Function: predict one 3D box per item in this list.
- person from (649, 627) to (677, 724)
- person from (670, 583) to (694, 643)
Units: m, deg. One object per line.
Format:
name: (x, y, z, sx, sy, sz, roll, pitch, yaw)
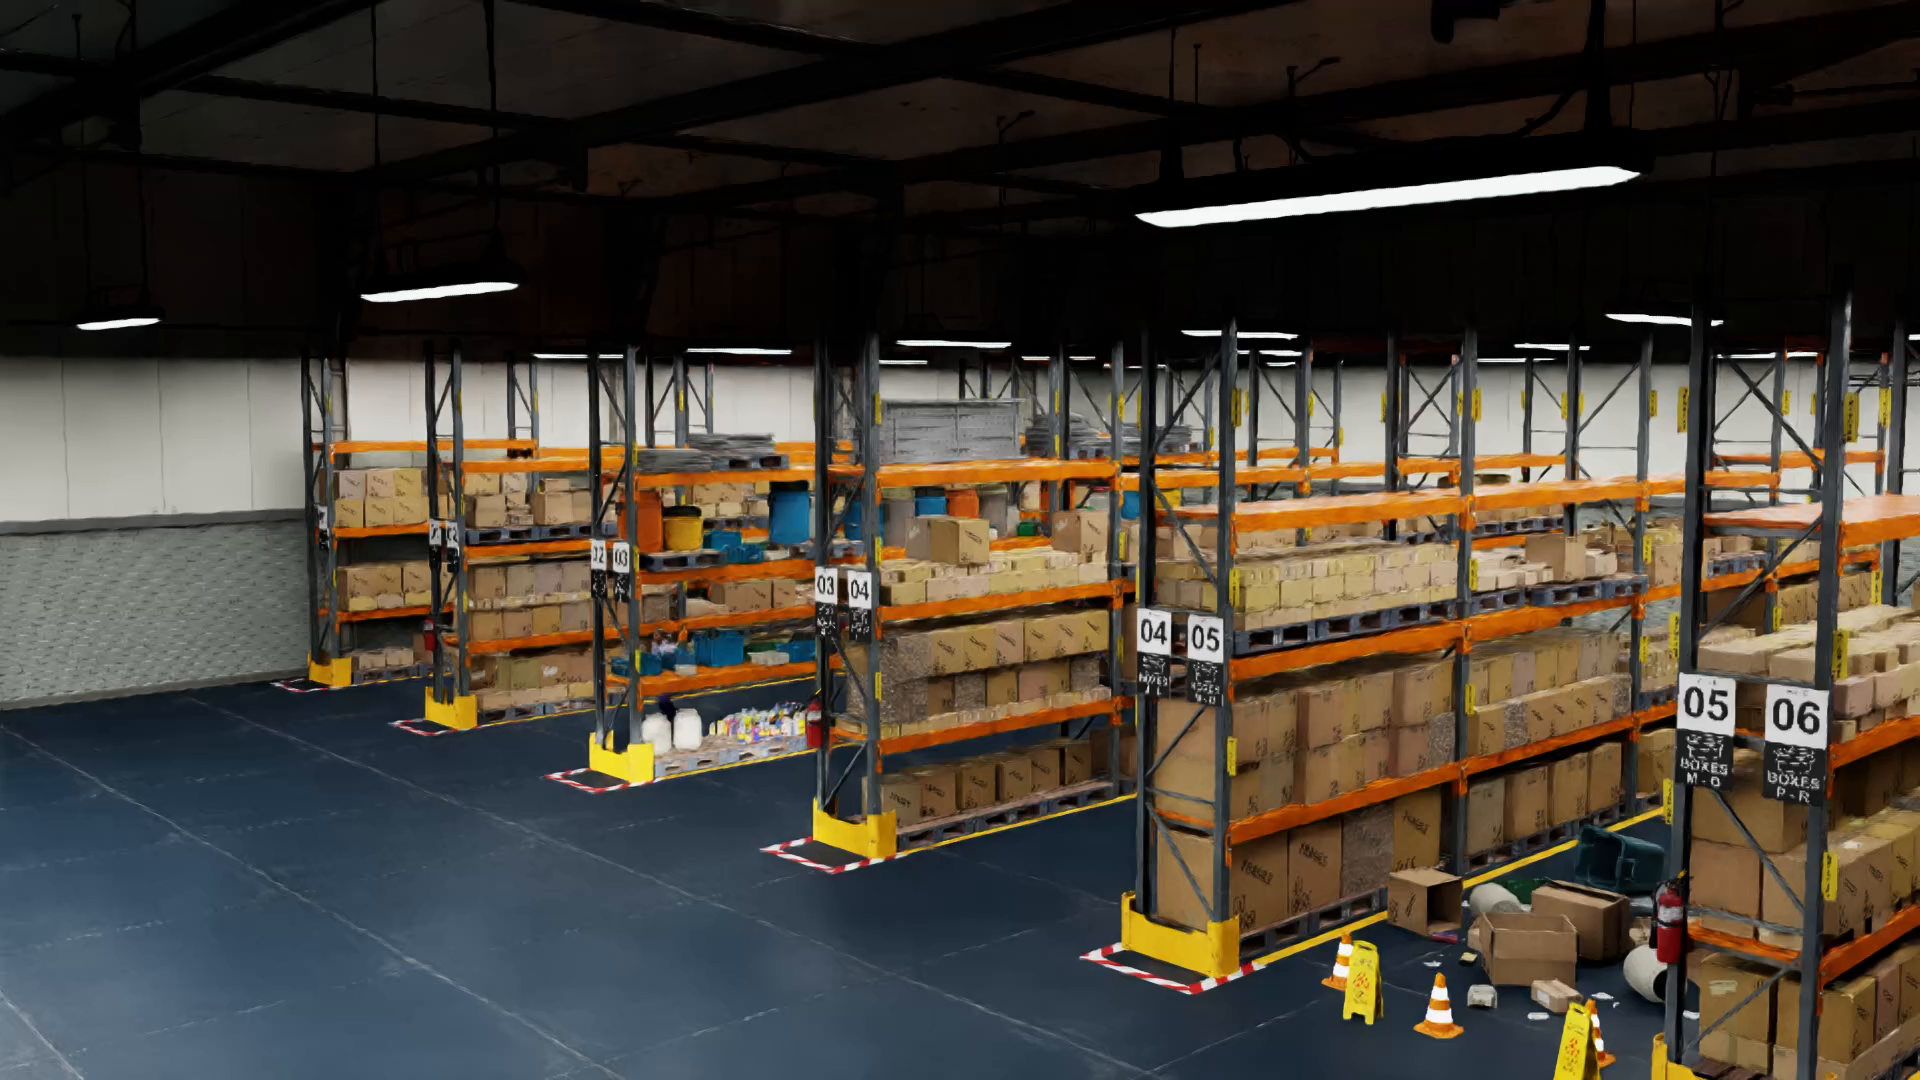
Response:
person: (-4.488, 2.116, 25.585, 0.608, 1.612, 0.633, 4, 6, 38)
person: (-5.138, 1.624, 30.862, 0.534, 1.674, 0.677, -5, 7, -44)
